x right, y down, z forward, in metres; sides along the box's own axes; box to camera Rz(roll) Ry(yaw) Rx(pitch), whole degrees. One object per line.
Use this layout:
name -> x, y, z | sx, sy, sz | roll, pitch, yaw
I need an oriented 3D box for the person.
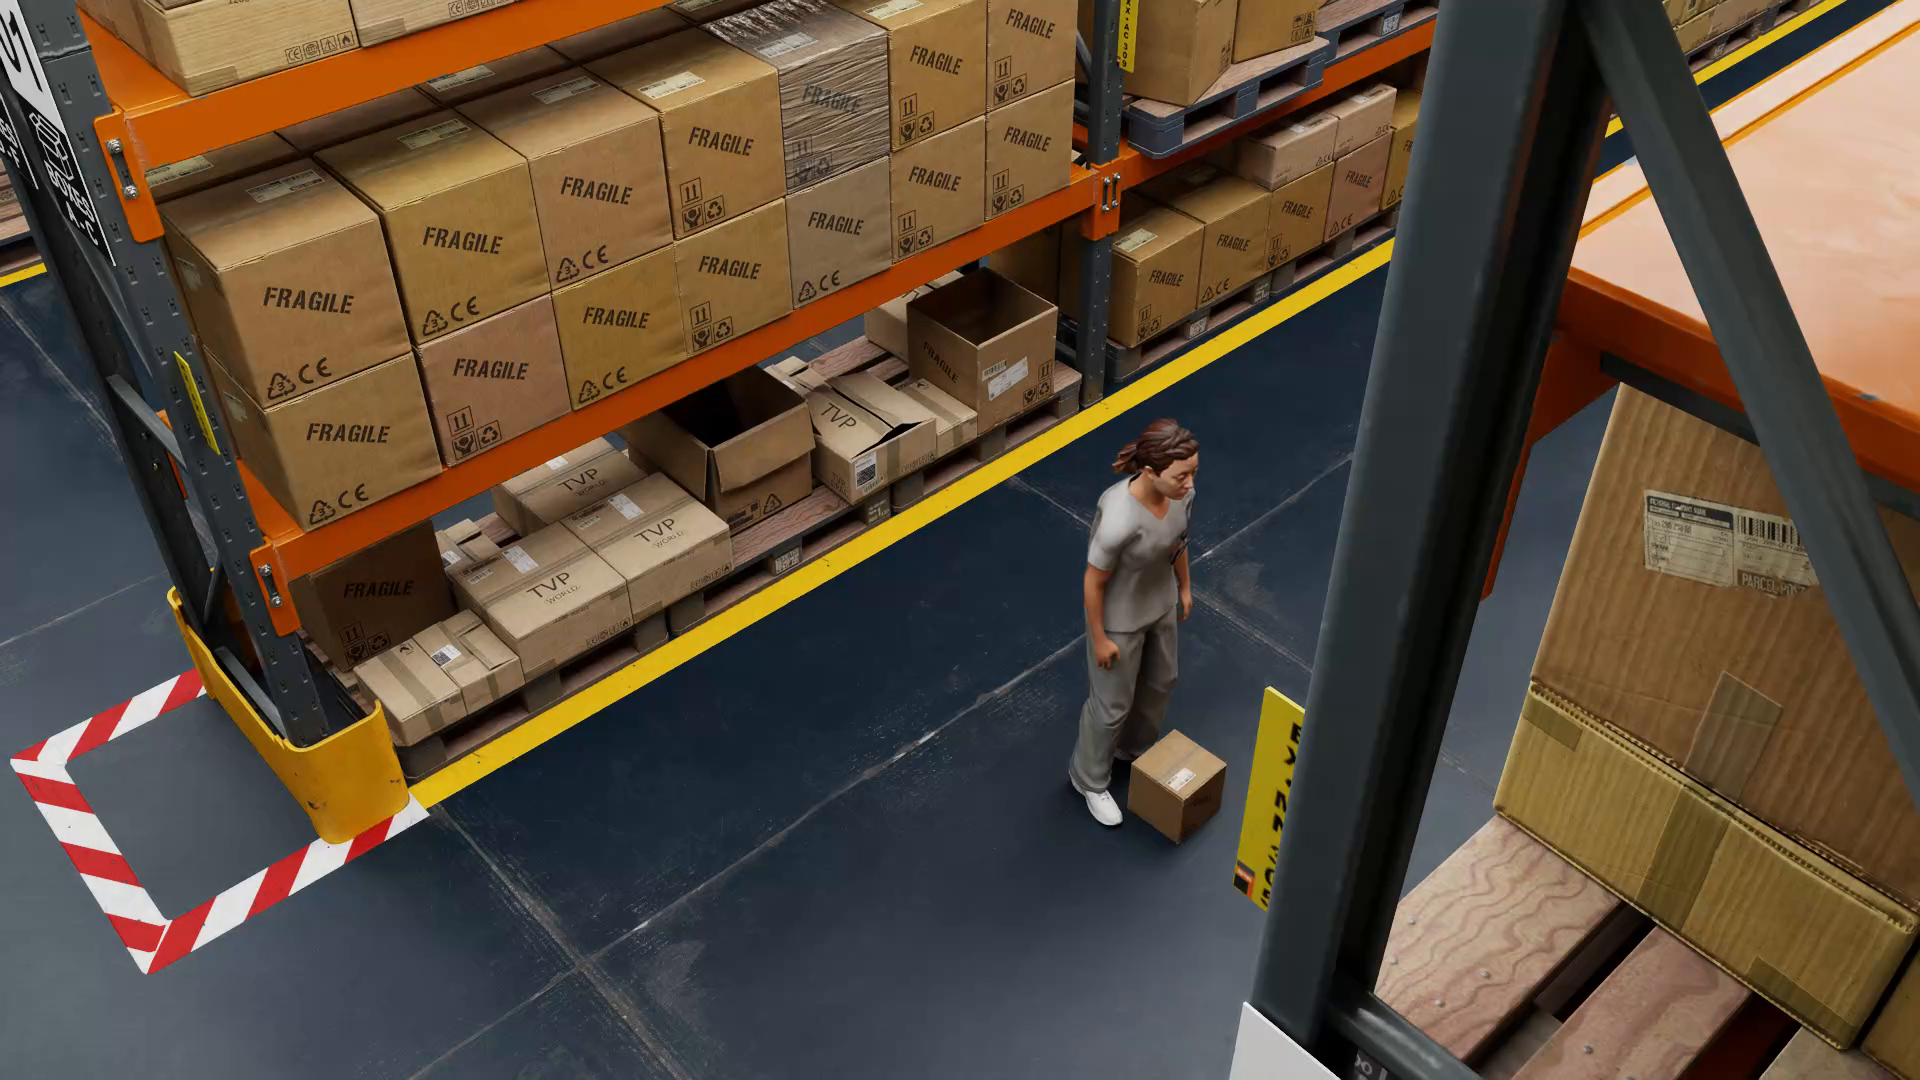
person -> 0.626, 0.260, 5.847 | 0.486, 1.673, 0.357 | -30, 48, -31
